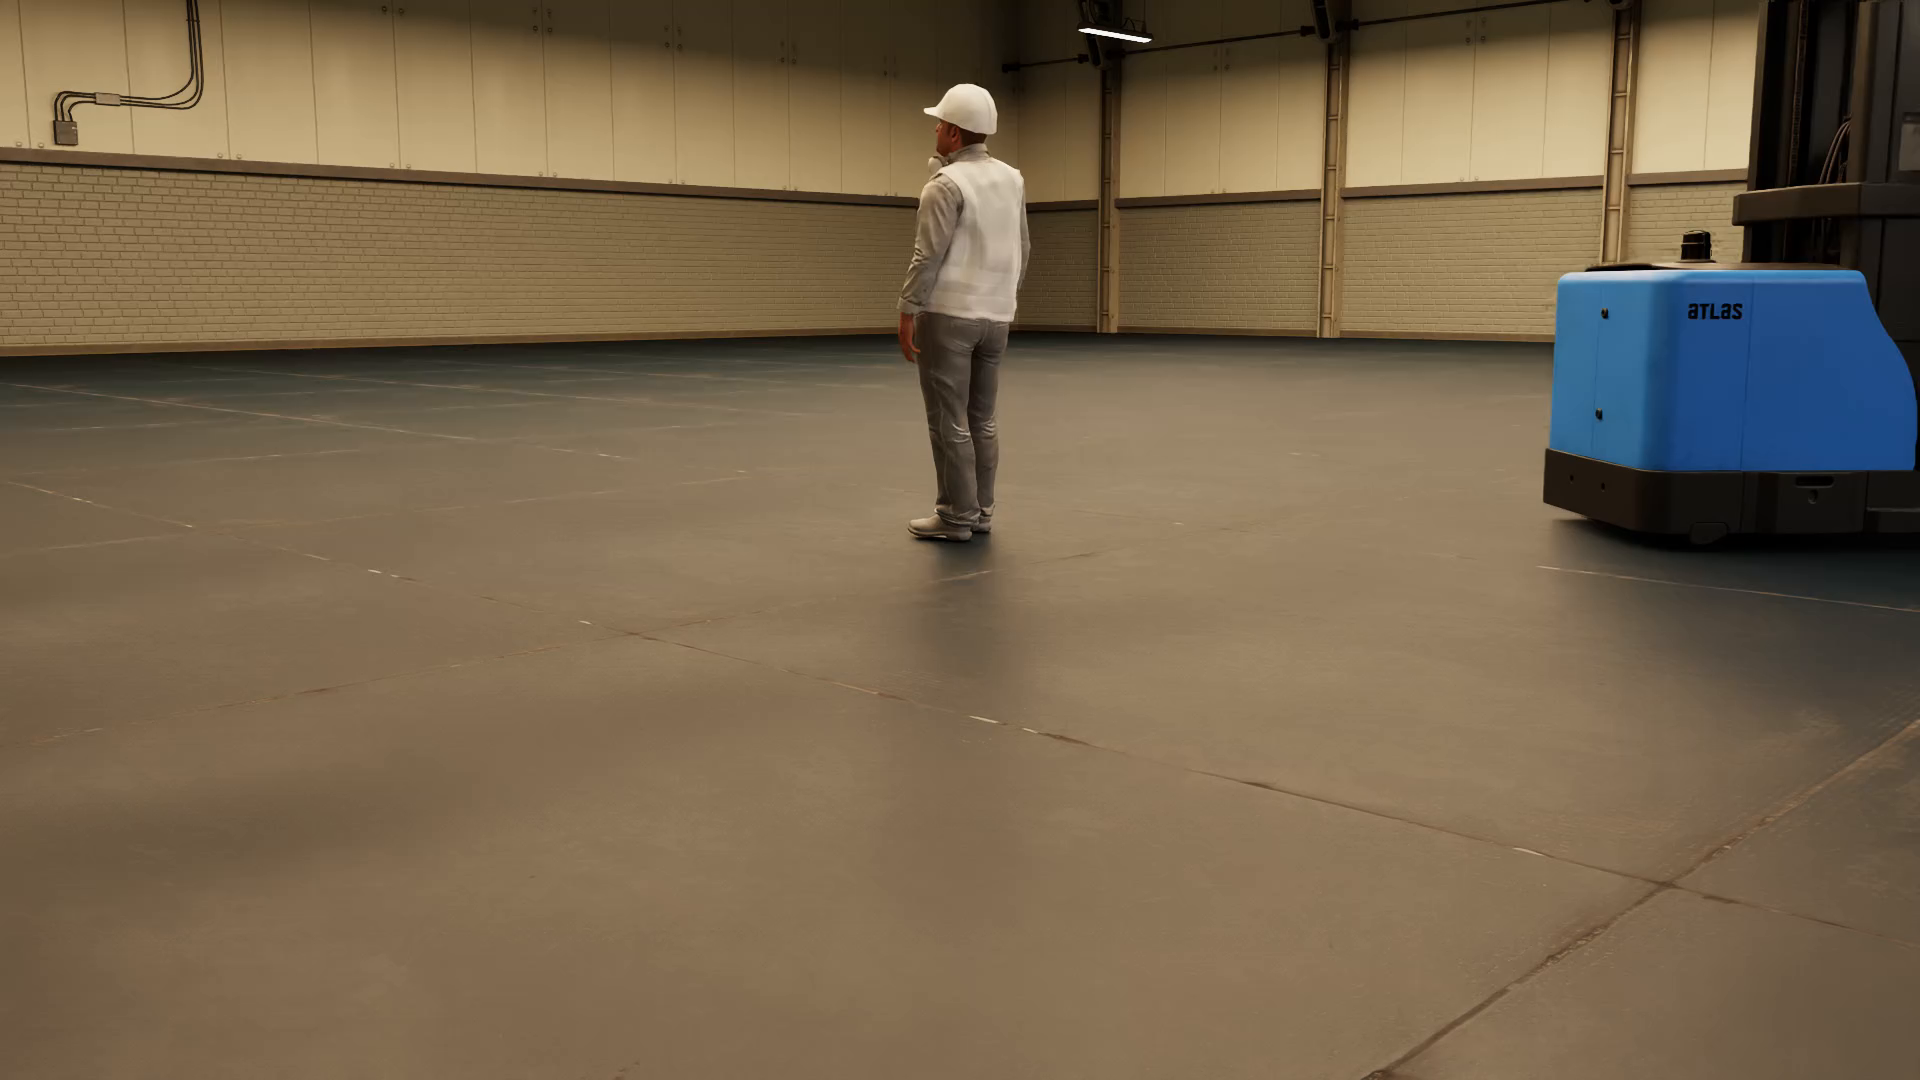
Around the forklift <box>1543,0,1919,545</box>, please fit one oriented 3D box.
[{"bbox_3d":[4.106,-1.491,6.774,3.031,2.935,1.130,0,9,-3],"label":"forklift"}]

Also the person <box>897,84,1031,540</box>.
[{"bbox_3d":[-0.039,-0.892,6.633,0.568,1.773,0.632,8,12,43],"label":"person"}]
